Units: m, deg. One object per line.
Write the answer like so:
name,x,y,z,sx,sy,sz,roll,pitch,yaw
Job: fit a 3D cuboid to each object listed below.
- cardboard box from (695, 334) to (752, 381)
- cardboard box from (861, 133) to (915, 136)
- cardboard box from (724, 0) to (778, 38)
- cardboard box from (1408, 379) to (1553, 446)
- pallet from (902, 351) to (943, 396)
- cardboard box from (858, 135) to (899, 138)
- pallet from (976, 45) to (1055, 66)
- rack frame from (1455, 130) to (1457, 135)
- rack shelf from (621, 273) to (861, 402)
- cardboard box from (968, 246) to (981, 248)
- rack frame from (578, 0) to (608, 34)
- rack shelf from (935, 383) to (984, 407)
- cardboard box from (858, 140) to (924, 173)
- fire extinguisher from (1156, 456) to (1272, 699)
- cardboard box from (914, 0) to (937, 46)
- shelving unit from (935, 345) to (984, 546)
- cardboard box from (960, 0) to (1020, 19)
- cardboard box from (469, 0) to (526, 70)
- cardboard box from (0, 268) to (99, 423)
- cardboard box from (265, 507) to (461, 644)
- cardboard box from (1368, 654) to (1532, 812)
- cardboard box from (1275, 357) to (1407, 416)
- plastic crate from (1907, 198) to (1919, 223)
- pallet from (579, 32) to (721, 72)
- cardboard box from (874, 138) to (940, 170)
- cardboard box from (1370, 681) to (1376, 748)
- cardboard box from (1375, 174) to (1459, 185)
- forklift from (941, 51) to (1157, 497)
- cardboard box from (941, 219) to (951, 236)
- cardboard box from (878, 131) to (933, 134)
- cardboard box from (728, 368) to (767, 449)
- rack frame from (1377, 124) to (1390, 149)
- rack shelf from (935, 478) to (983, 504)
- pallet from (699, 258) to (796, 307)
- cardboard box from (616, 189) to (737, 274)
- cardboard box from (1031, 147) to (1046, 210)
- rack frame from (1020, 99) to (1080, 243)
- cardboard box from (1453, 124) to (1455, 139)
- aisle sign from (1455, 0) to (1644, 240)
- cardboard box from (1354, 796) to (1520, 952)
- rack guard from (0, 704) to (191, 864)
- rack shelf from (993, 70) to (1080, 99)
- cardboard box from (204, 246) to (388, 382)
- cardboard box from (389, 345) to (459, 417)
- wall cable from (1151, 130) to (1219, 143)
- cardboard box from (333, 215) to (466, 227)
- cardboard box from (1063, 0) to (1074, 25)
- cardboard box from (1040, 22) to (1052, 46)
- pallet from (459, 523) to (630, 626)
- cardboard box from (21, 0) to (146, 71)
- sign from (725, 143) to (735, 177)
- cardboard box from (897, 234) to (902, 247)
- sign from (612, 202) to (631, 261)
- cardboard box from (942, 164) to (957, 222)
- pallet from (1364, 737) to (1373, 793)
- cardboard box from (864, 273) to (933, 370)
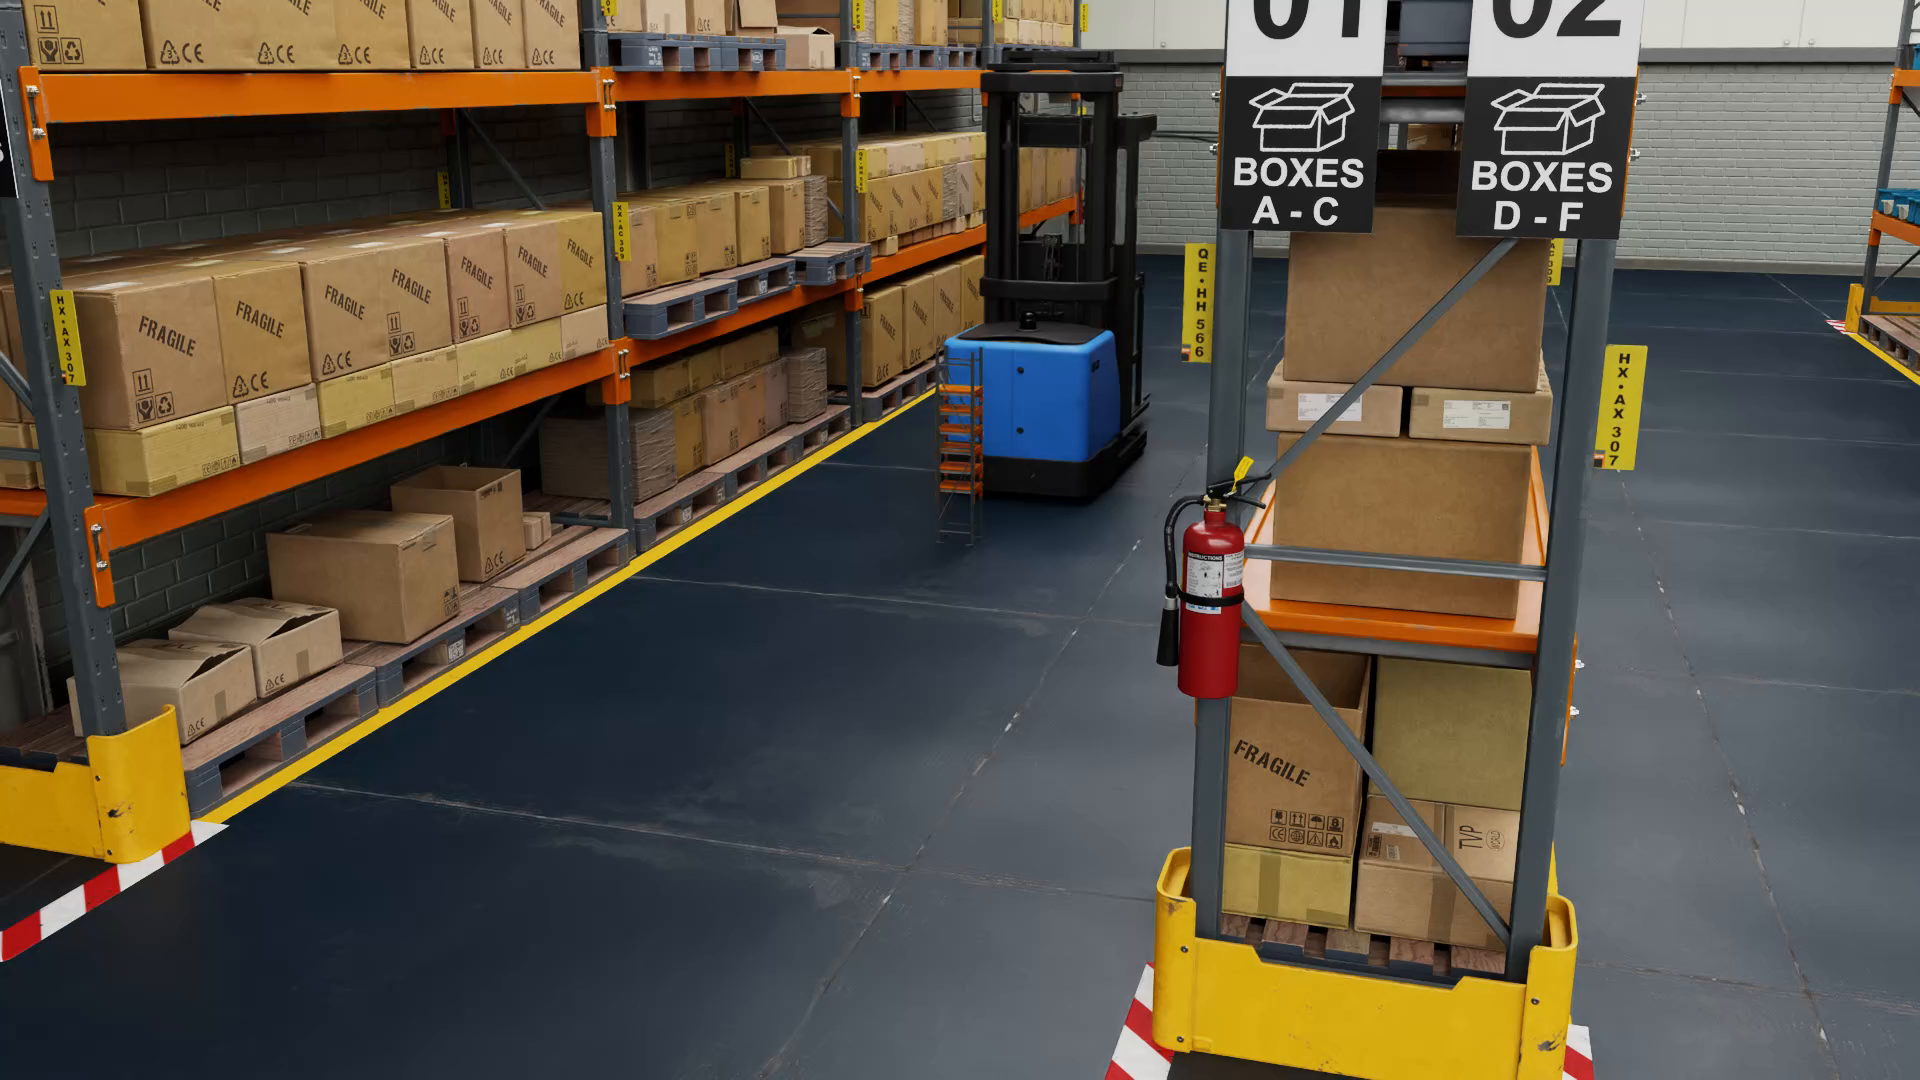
cardboard box,-1.815,-1.307,11.841,0.500,0.250,0.500,5,16,16
cardboard box,-0.683,-3.779,16.018,0.500,0.250,0.500,5,17,17
cardboard box,-1.754,-3.579,11.729,0.797,0.503,0.637,7,17,24
cardboard box,1.498,-0.379,4.796,0.380,0.149,0.250,5,16,15
pallet,-0.652,-1.586,15.534,1.003,0.211,1.213,5,16,16
cardboard box,-0.821,-3.648,15.554,0.500,0.250,0.500,4,16,14
pallet,0.431,-5.387,18.491,1.003,0.211,1.213,5,16,16
rack frame,5.727,-4.119,19.353,1.000,3.000,0.127,5,16,16
rack shelf,-1.866,-1.540,11.579,1.077,0.370,4.000,5,16,16
cardboard box,0.286,-3.273,18.993,0.380,0.149,0.250,4,16,15
rack frame,-2.434,-4.249,8.817,1.000,3.000,0.127,5,16,16
rack shelf,-0.004,-0.877,10.066,0.258,0.103,0.180,5,16,16
cardboard box,-0.631,-3.341,14.472,0.500,0.250,0.500,5,17,16
fire extinguisher,0.701,0.099,4.624,0.296,0.674,0.183,5,16,16
cardboard box,-0.612,-4.786,15.219,0.700,0.500,0.500,4,16,15
shelving unit,-0.004,-0.573,10.152,0.258,1.200,0.189,5,16,16
cardboard box,0.311,-5.602,17.034,0.500,0.500,0.500,4,16,15
cardboard box,-2.496,-2.581,8.214,0.500,0.500,0.500,3,16,11
cardboard box,-3.641,-0.754,6.354,0.500,0.500,0.500,4,16,15
cardboard box,-2.869,0.164,8.030,0.700,0.500,0.500,4,16,12
cardboard box,1.686,0.573,5.706,0.500,0.500,0.500,5,16,16
cardboard box,1.179,-0.476,5.139,0.380,0.149,0.250,5,17,17
plastic crate,9.715,-3.298,16.658,0.416,0.233,0.300,5,16,16
pallet,-2.156,-2.868,9.792,1.213,0.211,1.003,5,16,16
cardboard box,-0.492,-3.475,14.945,0.500,0.250,0.500,4,16,15
cardboard box,1.464,0.631,6.875,0.500,0.250,0.500,5,16,16
cardboard box,1.627,-1.010,5.832,0.700,0.500,0.500,5,16,16
forklift,0.797,-2.055,12.204,1.130,2.935,3.031,5,17,17
cardboard box,-0.303,-2.969,15.724,0.380,0.149,0.250,5,16,16
cardboard box,-0.541,-3.917,16.502,0.500,0.250,0.500,5,17,18
cardboard box,-1.824,-0.968,12.019,0.700,0.500,0.500,5,16,16
rack frame,3.453,-2.026,11.974,1.000,3.000,0.127,5,16,16
rack shelf,-0.004,-0.300,10.230,0.258,0.103,0.180,5,16,16
pallet,-1.820,-1.796,11.514,1.003,0.211,1.213,5,16,16
cardboard box,-1.934,-2.073,11.152,0.700,0.500,0.500,7,17,24
cardboard box,0.419,-4.122,18.815,0.980,0.700,0.700,4,16,13
rack frame,0.976,-4.502,20.704,1.000,3.000,0.127,5,16,16
cardboard box,4.772,-4.020,16.989,0.500,0.500,0.500,5,17,16
aisle sign,1.455,-1.142,4.096,0.394,0.787,0.004,5,16,16
cardboard box,1.546,1.065,5.347,0.500,0.250,0.500,5,16,16
rack guard,-3.549,0.867,6.357,1.175,0.500,0.348,5,16,16
rack shelf,0.408,-5.076,18.548,1.077,0.370,4.000,5,16,16
cardboard box,-2.844,-0.979,7.148,0.500,0.500,0.500,4,16,14
cardboard box,-2.697,-0.758,7.744,0.500,0.250,0.500,5,17,16
wall cable,2.926,-7.346,25.429,3.097,2.526,0.112,5,16,16
cardboard box,-2.918,-1.419,8.699,0.500,0.500,0.500,5,16,16
cardboard box,1.030,-6.271,19.393,0.500,0.500,0.500,5,16,16
cardboard box,0.733,-5.638,18.535,0.500,0.250,0.500,4,16,14
pallet,-2.591,0.158,9.387,1.003,0.211,1.213,5,16,16
cardboard box,-3.236,-1.885,5.761,0.500,0.500,0.500,5,17,17
sign,-1.830,-3.008,13.316,0.100,0.325,0.005,5,16,16
cardboard box,-0.726,-2.638,14.557,0.380,0.149,0.250,5,17,17
sign,-1.912,-1.739,9.376,0.100,0.325,0.005,5,16,16
cardboard box,-0.336,-3.251,15.529,0.500,0.500,0.500,5,16,16
pallet,1.706,0.887,6.814,1.003,0.211,1.213,5,16,16
cardboard box,-0.707,-1.988,15.010,0.750,0.750,0.750,5,16,16
